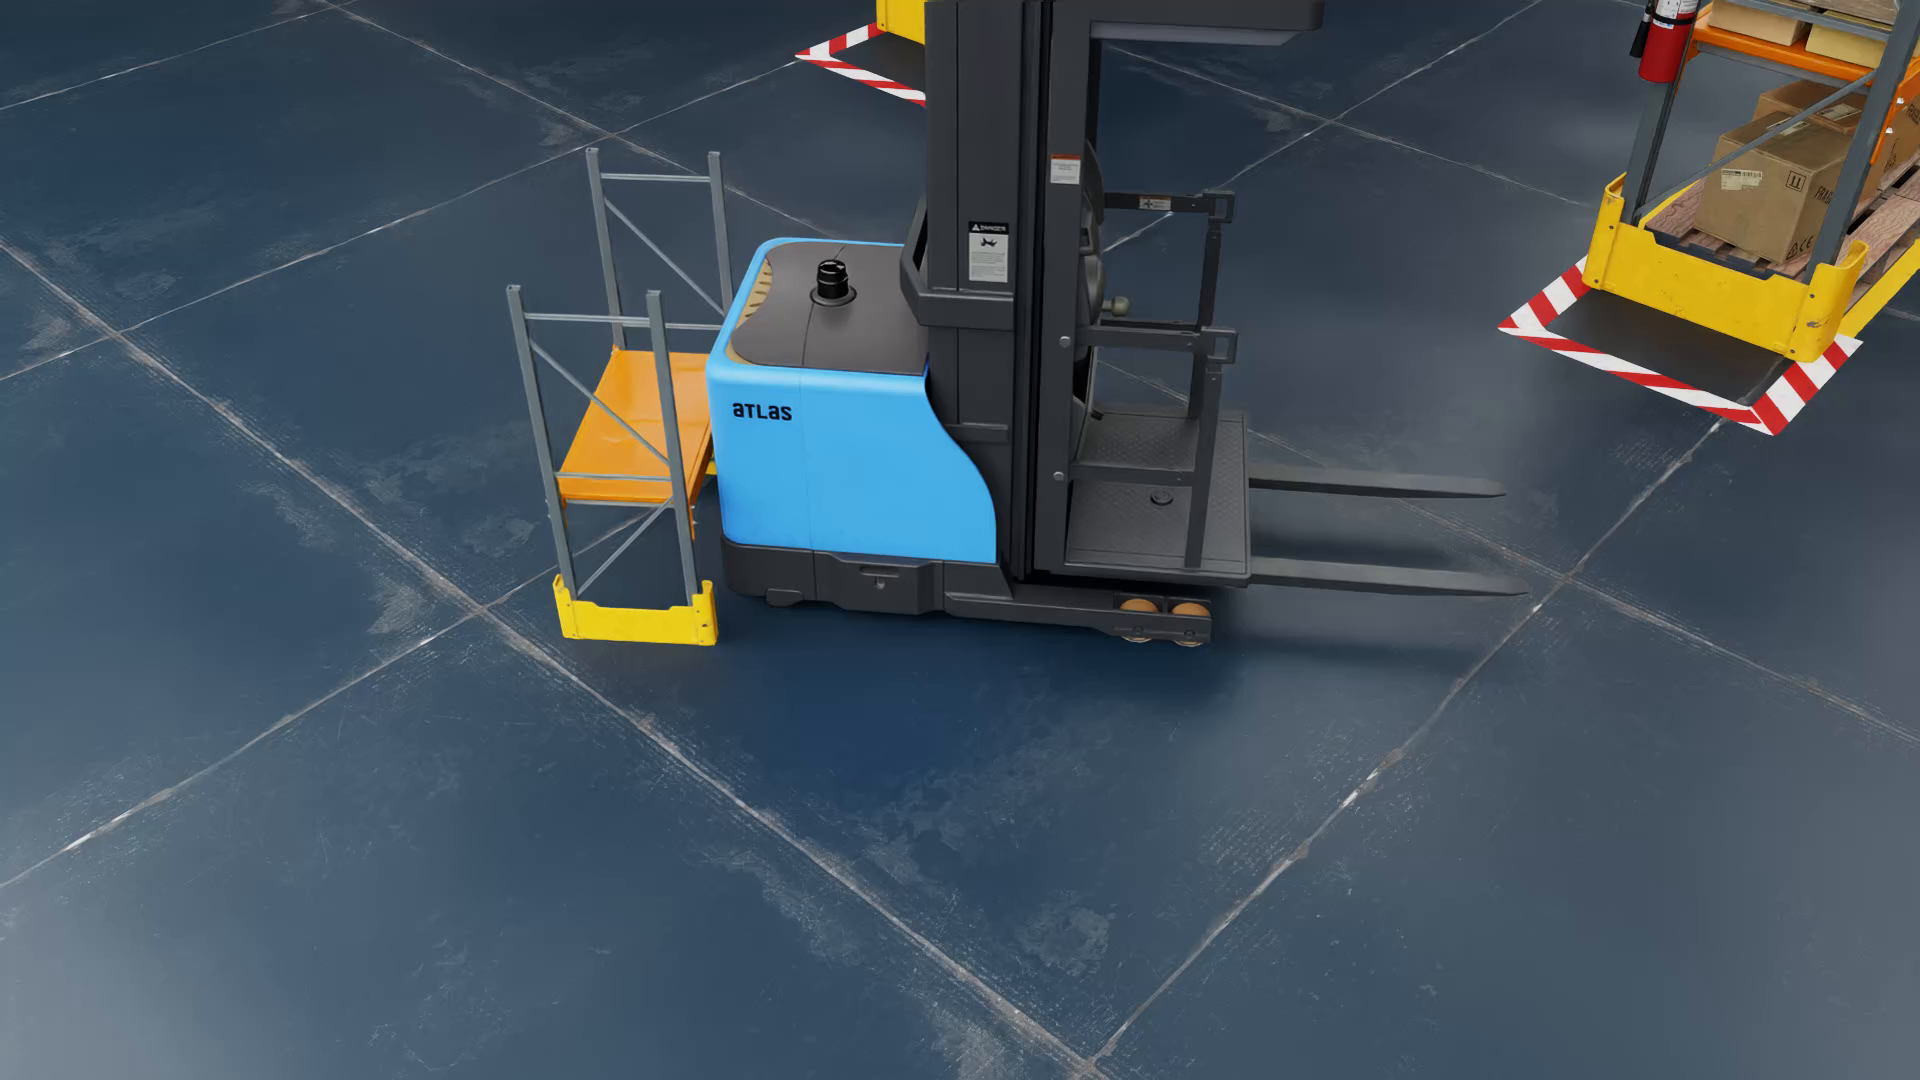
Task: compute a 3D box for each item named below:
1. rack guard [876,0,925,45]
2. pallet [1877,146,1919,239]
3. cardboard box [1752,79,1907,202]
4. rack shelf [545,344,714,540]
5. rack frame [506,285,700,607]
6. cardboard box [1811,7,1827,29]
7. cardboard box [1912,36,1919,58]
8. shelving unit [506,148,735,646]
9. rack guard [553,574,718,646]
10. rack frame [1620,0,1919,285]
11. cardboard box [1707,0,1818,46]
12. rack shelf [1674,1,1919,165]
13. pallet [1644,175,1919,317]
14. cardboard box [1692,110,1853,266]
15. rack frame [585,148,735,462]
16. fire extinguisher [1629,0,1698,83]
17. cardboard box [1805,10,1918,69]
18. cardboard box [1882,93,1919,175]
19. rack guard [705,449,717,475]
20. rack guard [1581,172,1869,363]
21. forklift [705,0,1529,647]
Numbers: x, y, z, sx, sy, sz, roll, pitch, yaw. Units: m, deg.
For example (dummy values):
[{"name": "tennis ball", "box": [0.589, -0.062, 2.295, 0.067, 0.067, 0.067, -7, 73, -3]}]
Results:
[{"name": "rack guard", "box": [-0.031, -3.433, 10.665, 1.175, 0.500, 0.348, 30, 47, 32]}, {"name": "pallet", "box": [5.057, -2.136, 9.267, 1.003, 0.211, 1.213, 30, 47, 32]}, {"name": "cardboard box", "box": [4.420, -2.031, 8.566, 0.500, 0.500, 0.500, -22, 43, -25]}, {"name": "rack shelf", "box": [-1.173, -0.392, 6.326, 0.538, 0.185, 1.000, 3, 39, 3]}, {"name": "rack frame", "box": [-1.212, -0.217, 5.818, 0.500, 1.500, 0.032, 3, 39, 3]}, {"name": "cardboard box", "box": [3.817, -2.510, 7.699, 0.380, 0.149, 0.250, 30, 47, 32]}, {"name": "cardboard box", "box": [4.159, -2.316, 7.454, 0.380, 0.149, 0.250, 30, 47, 32]}, {"name": "shelving unit", "box": [-1.172, -0.538, 6.222, 0.587, 1.500, 1.083, 3, 39, 3]}, {"name": "rack guard", "box": [-1.210, 0.260, 6.222, 0.587, 0.250, 0.087, 3, 39, 3]}, {"name": "rack frame", "box": [3.608, -2.277, 7.203, 1.000, 3.000, 0.127, 30, 47, 32]}, {"name": "cardboard box", "box": [3.648, -2.396, 7.555, 0.380, 0.149, 0.250, 30, 47, 32]}, {"name": "rack shelf", "box": [4.957, -2.914, 8.582, 1.077, 0.370, 4.000, 30, 47, 32]}, {"name": "pallet", "box": [4.234, -1.578, 8.565, 1.003, 0.211, 1.213, 30, 47, 32]}, {"name": "cardboard box", "box": [4.042, -1.742, 8.202, 0.500, 0.500, 0.500, -25, 45, -28]}, {"name": "rack frame", "box": [-1.135, -0.848, 6.611, 0.500, 1.500, 0.032, 3, 39, 3]}, {"name": "fire extinguisher", "box": [3.191, -2.387, 7.404, 0.296, 0.674, 0.183, 30, 47, 32]}, {"name": "cardboard box", "box": [3.976, -2.209, 7.320, 0.380, 0.149, 0.250, 30, 47, 32]}, {"name": "cardboard box", "box": [4.856, -2.311, 8.917, 0.500, 0.500, 0.500, -29, 47, -32]}, {"name": "rack guard", "box": [-1.134, -0.358, 6.999, 0.587, 0.250, 0.087, 3, 39, 3]}, {"name": "rack guard", "box": [3.659, -1.333, 8.025, 1.175, 0.500, 0.348, 30, 47, 32]}, {"name": "forklift", "box": [0.643, -1.099, 5.777, 3.031, 2.935, 1.130, 4, 39, 5]}]
